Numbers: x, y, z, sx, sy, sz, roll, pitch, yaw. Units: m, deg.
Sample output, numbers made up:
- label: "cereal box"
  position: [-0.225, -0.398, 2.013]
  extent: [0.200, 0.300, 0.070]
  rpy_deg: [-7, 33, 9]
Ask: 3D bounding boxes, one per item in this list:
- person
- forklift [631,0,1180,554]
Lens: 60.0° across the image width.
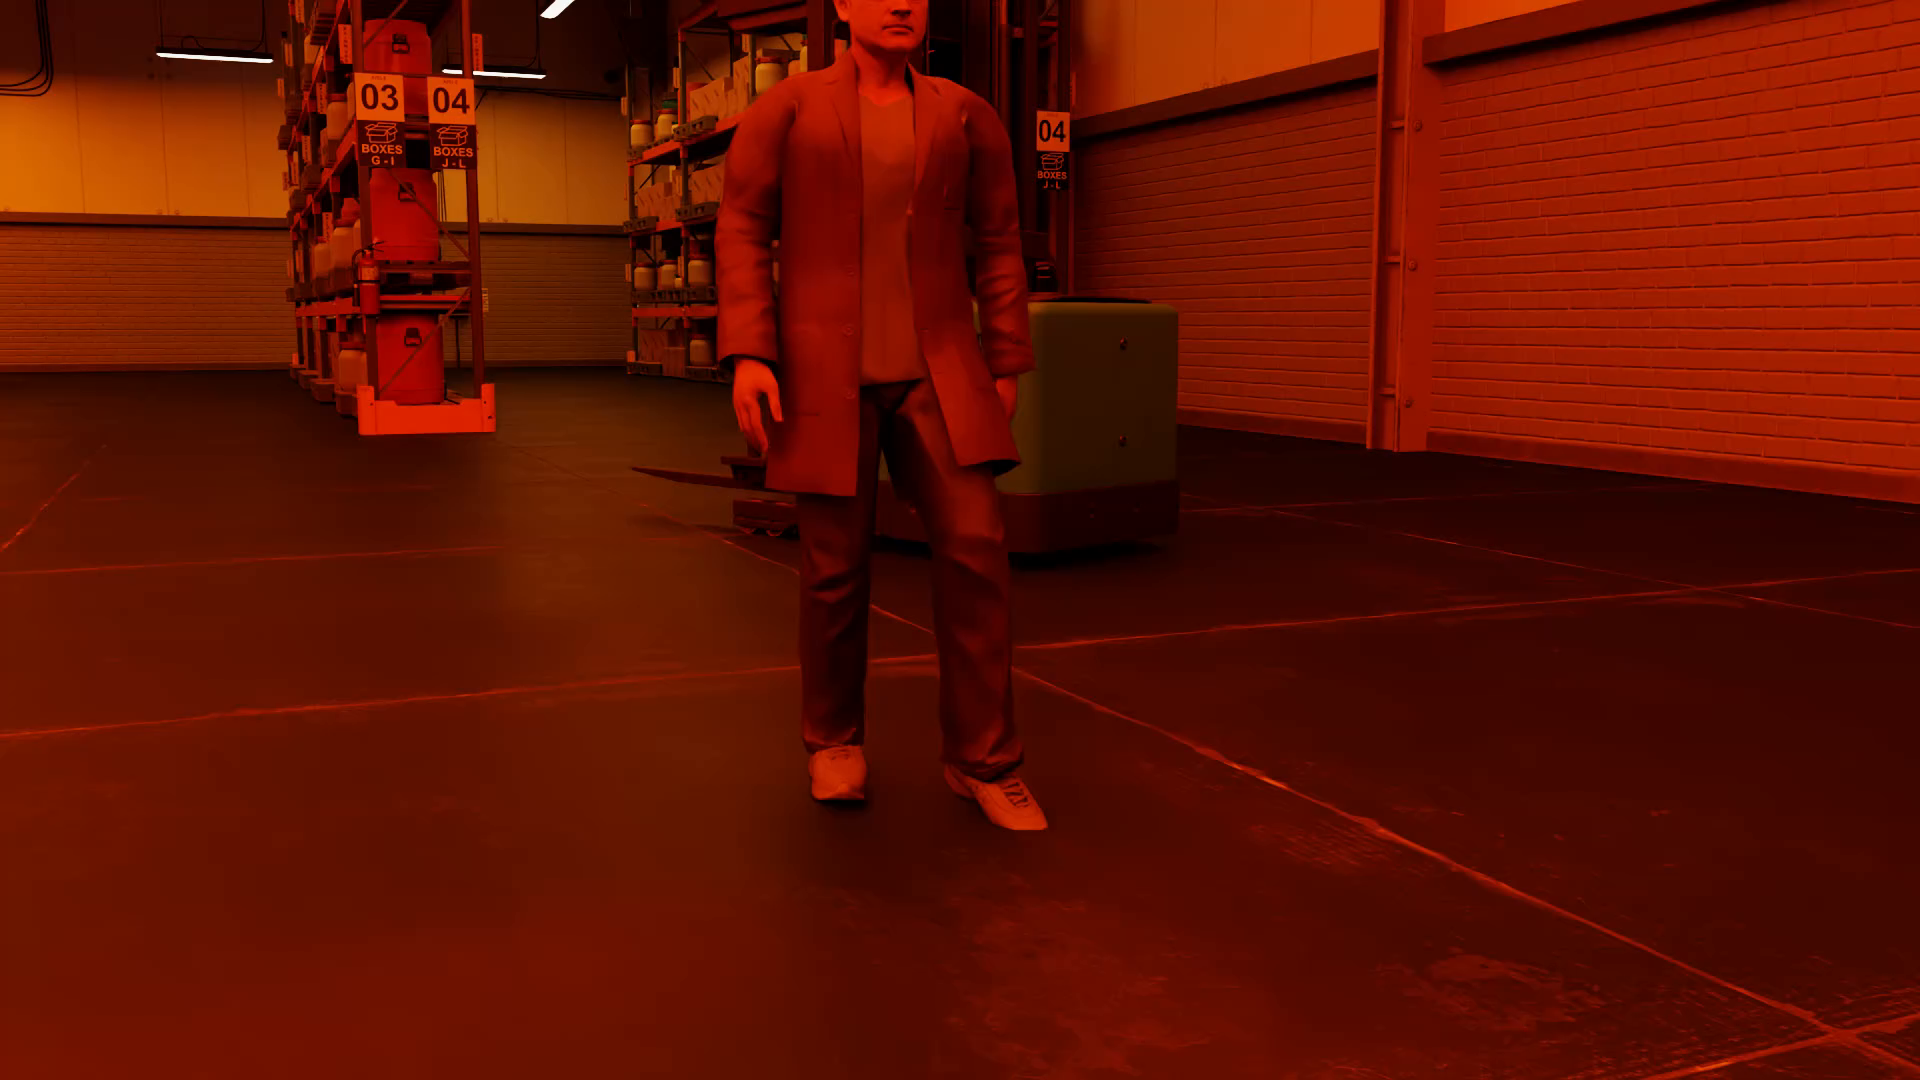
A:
- label: "person"
  position: [-0.148, -0.299, 3.391]
  extent: [0.682, 1.821, 0.593]
  rpy_deg: [-2, 8, -12]
- label: "forklift"
  position: [-0.436, -1.509, 7.883]
  extent: [3.031, 2.935, 1.130]
  rpy_deg: [7, 10, 44]
